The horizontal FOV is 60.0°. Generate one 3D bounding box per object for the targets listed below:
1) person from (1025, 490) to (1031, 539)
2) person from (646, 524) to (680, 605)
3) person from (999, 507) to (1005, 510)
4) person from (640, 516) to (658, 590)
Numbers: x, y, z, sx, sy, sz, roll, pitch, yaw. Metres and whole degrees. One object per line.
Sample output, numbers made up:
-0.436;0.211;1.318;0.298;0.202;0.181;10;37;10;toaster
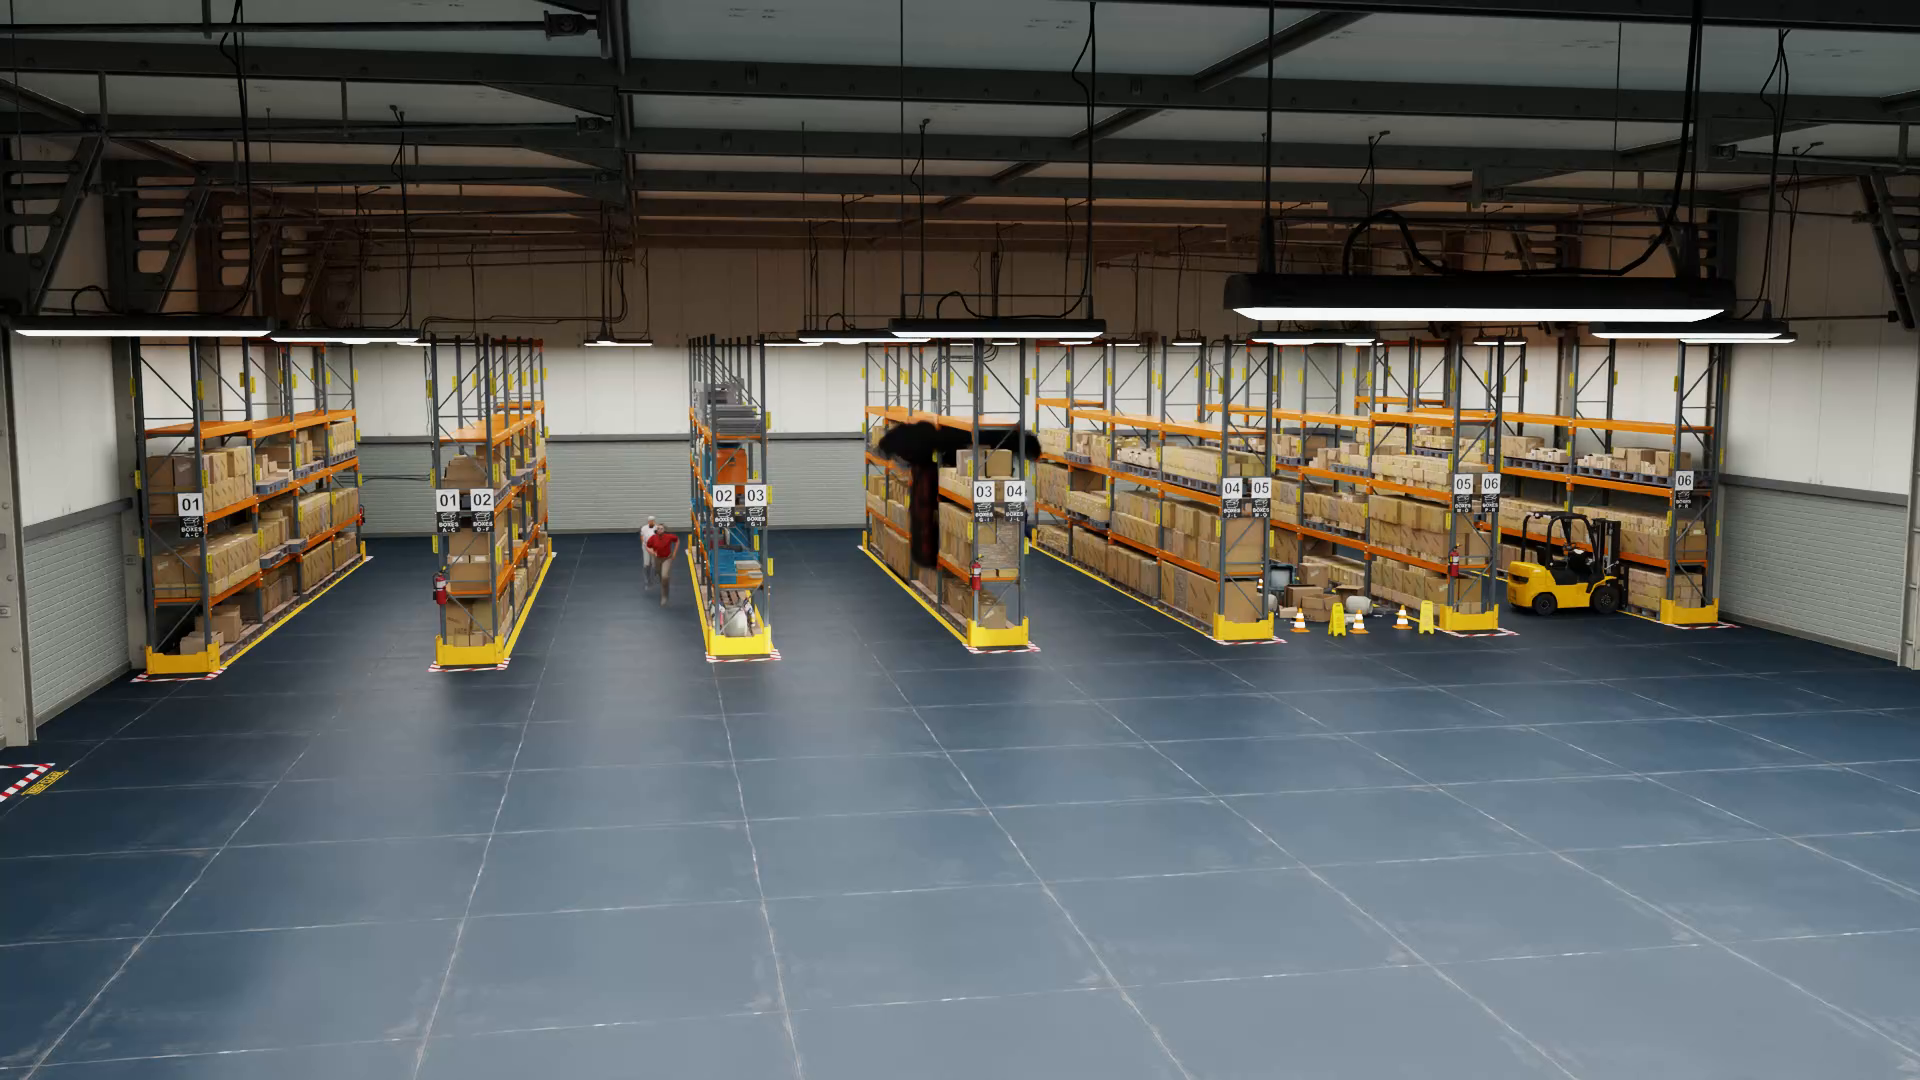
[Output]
1.813;-0.737;49.653;0.679;1.630;0.741;-3;7;-26;person
-6.491;0.504;36.391;0.671;1.763;0.904;1;7;6;person
1.209;-0.770;49.010;0.681;1.770;0.740;1;7;12;person
-7.170;0.287;38.673;0.526;1.724;0.796;-1;7;-10;person
